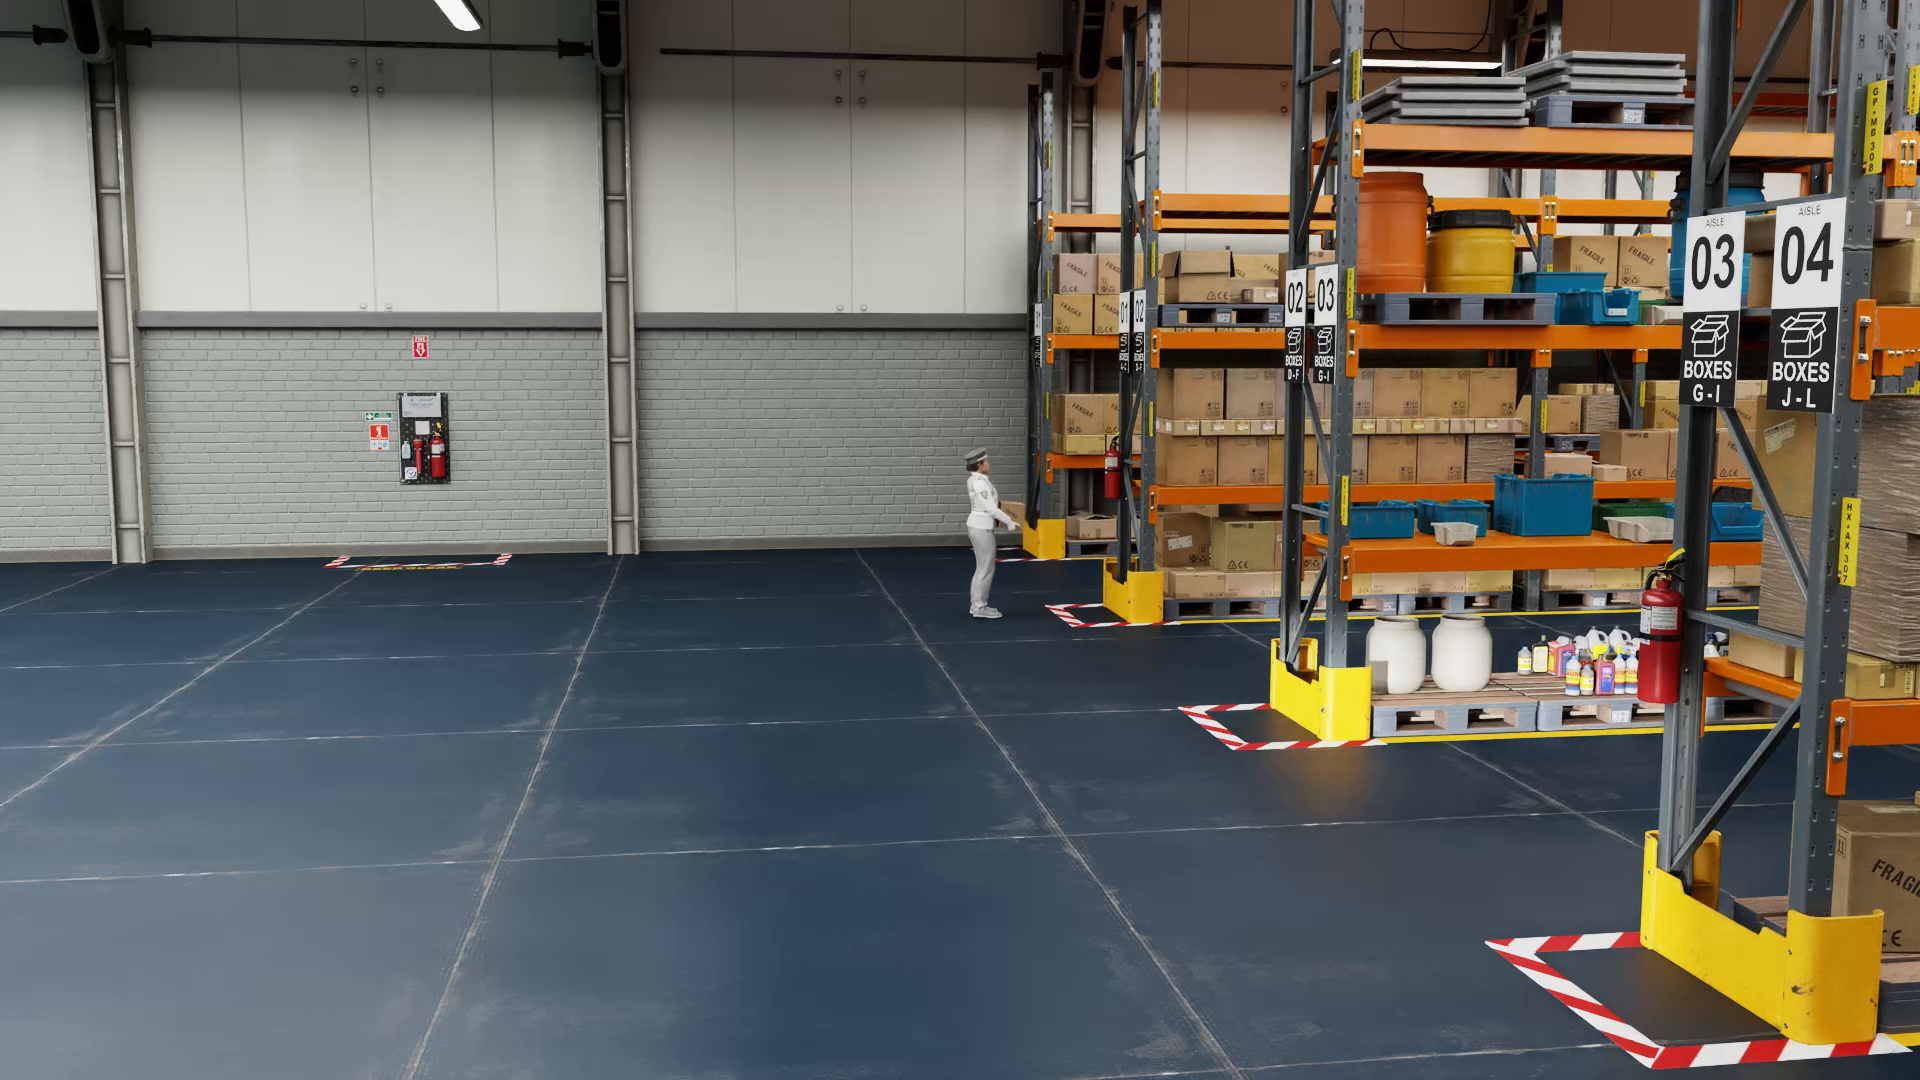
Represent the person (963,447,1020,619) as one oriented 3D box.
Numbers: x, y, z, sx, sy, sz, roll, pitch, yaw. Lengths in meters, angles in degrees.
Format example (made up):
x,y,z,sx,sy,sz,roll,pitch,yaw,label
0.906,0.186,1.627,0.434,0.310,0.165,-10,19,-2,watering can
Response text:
x,y,z,sx,sy,sz,roll,pitch,yaw,label
0.304,-0.081,16.445,0.554,1.687,0.459,-1,7,-8,person
